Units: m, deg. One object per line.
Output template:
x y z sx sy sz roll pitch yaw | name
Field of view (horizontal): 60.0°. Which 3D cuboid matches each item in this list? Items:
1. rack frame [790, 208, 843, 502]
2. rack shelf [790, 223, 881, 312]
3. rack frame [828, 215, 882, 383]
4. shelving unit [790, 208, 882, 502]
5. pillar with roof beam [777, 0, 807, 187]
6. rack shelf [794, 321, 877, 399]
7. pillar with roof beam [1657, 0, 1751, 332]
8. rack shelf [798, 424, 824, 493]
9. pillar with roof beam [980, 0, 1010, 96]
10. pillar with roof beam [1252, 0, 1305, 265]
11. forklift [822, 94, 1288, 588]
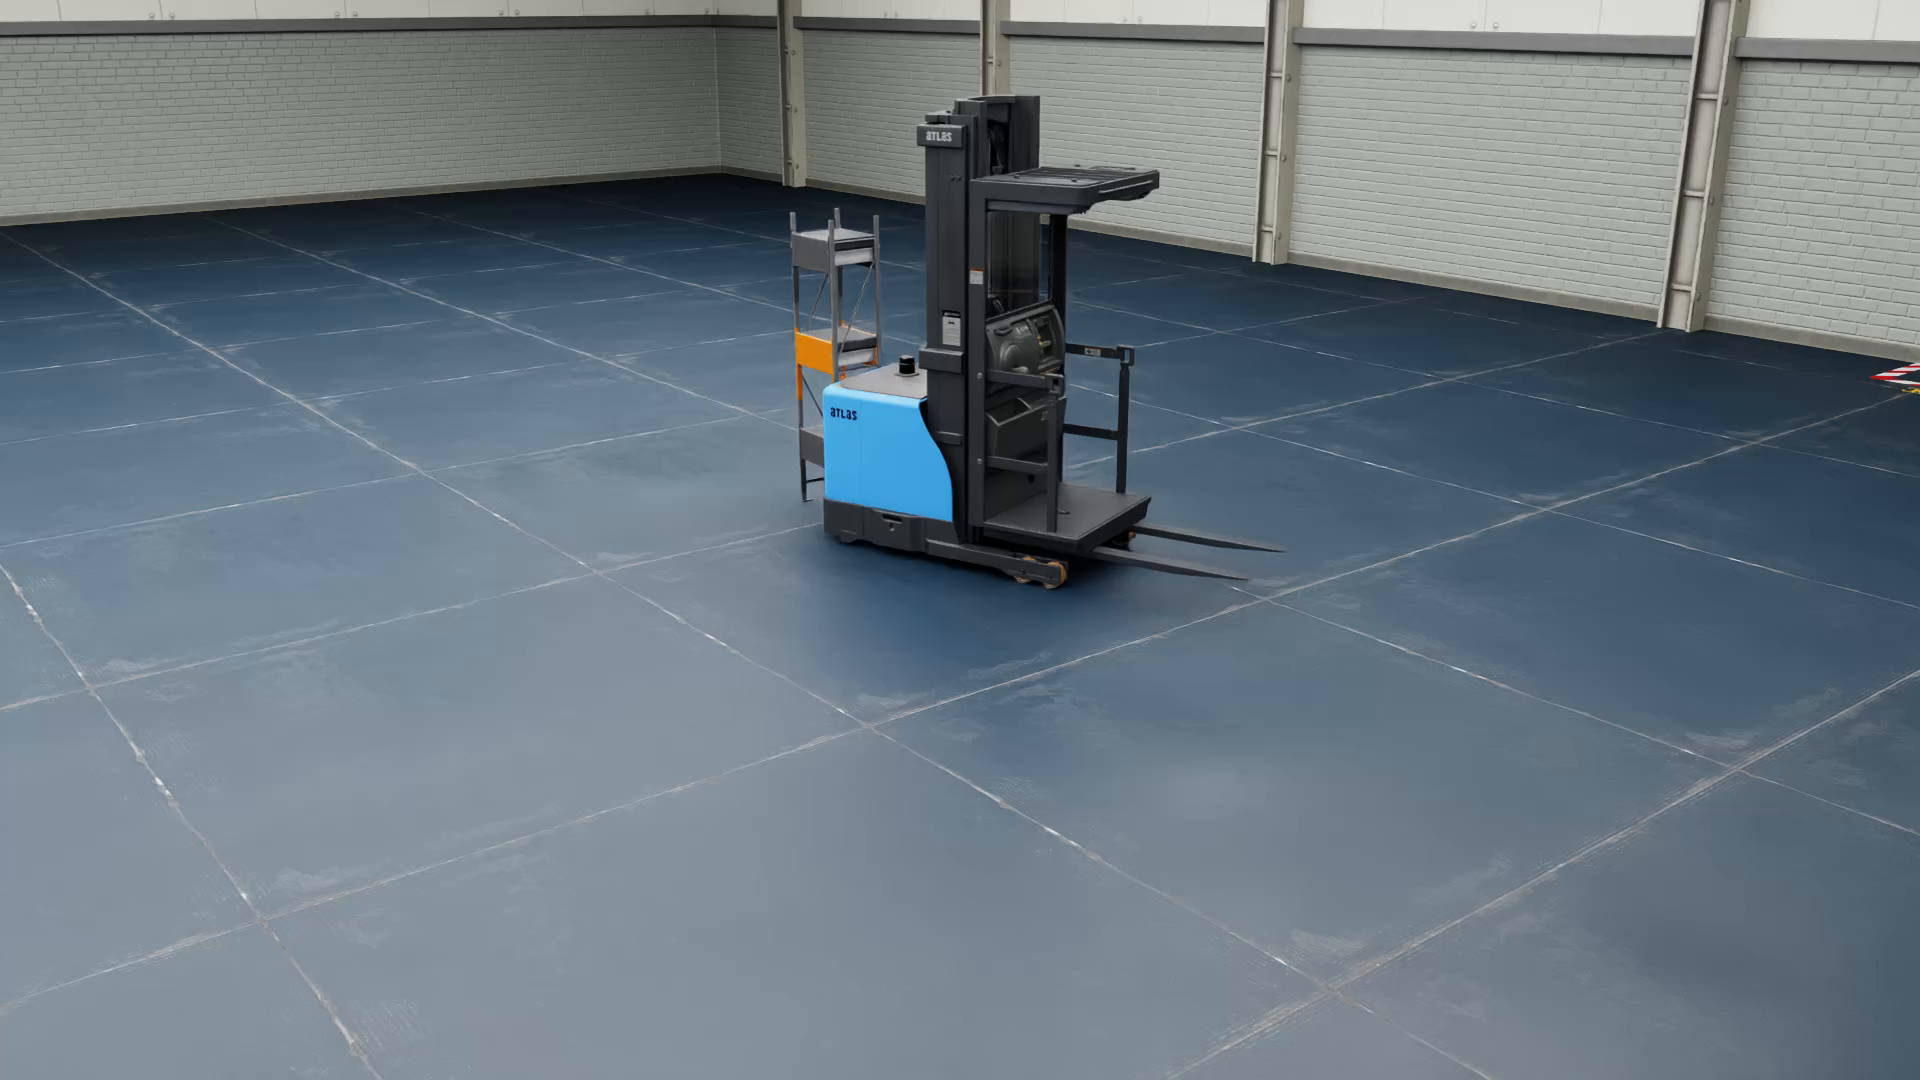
-1.007 -1.312 11.976 0.400 2.100 0.015 -14 23 -35 | rack frame
-0.865 -1.901 11.572 0.431 0.518 0.480 -14 23 -35 | rack shelf
-0.713 -1.190 11.607 0.400 2.100 0.015 -14 23 -35 | rack frame
-0.860 -1.251 11.792 0.431 2.100 0.503 -14 23 -35 | shelving unit
-6.542 -10.227 27.931 9.100 9.000 0.400 -14 23 -36 | pillar with roof beam
-0.860 -1.238 11.796 0.431 0.518 0.480 -14 23 -35 | rack shelf
4.634 -5.791 14.536 9.100 9.000 0.400 -14 23 -36 | pillar with roof beam
-0.854 -0.574 12.020 0.431 0.518 0.480 -14 23 -35 | rack shelf
-2.817 -8.748 23.466 9.100 9.000 0.400 -14 23 -36 | pillar with roof beam
0.909 -7.270 19.001 9.100 9.000 0.400 -14 23 -36 | pillar with roof beam
0.599 -1.278 10.560 3.031 2.935 1.130 11 21 29 | forklift
